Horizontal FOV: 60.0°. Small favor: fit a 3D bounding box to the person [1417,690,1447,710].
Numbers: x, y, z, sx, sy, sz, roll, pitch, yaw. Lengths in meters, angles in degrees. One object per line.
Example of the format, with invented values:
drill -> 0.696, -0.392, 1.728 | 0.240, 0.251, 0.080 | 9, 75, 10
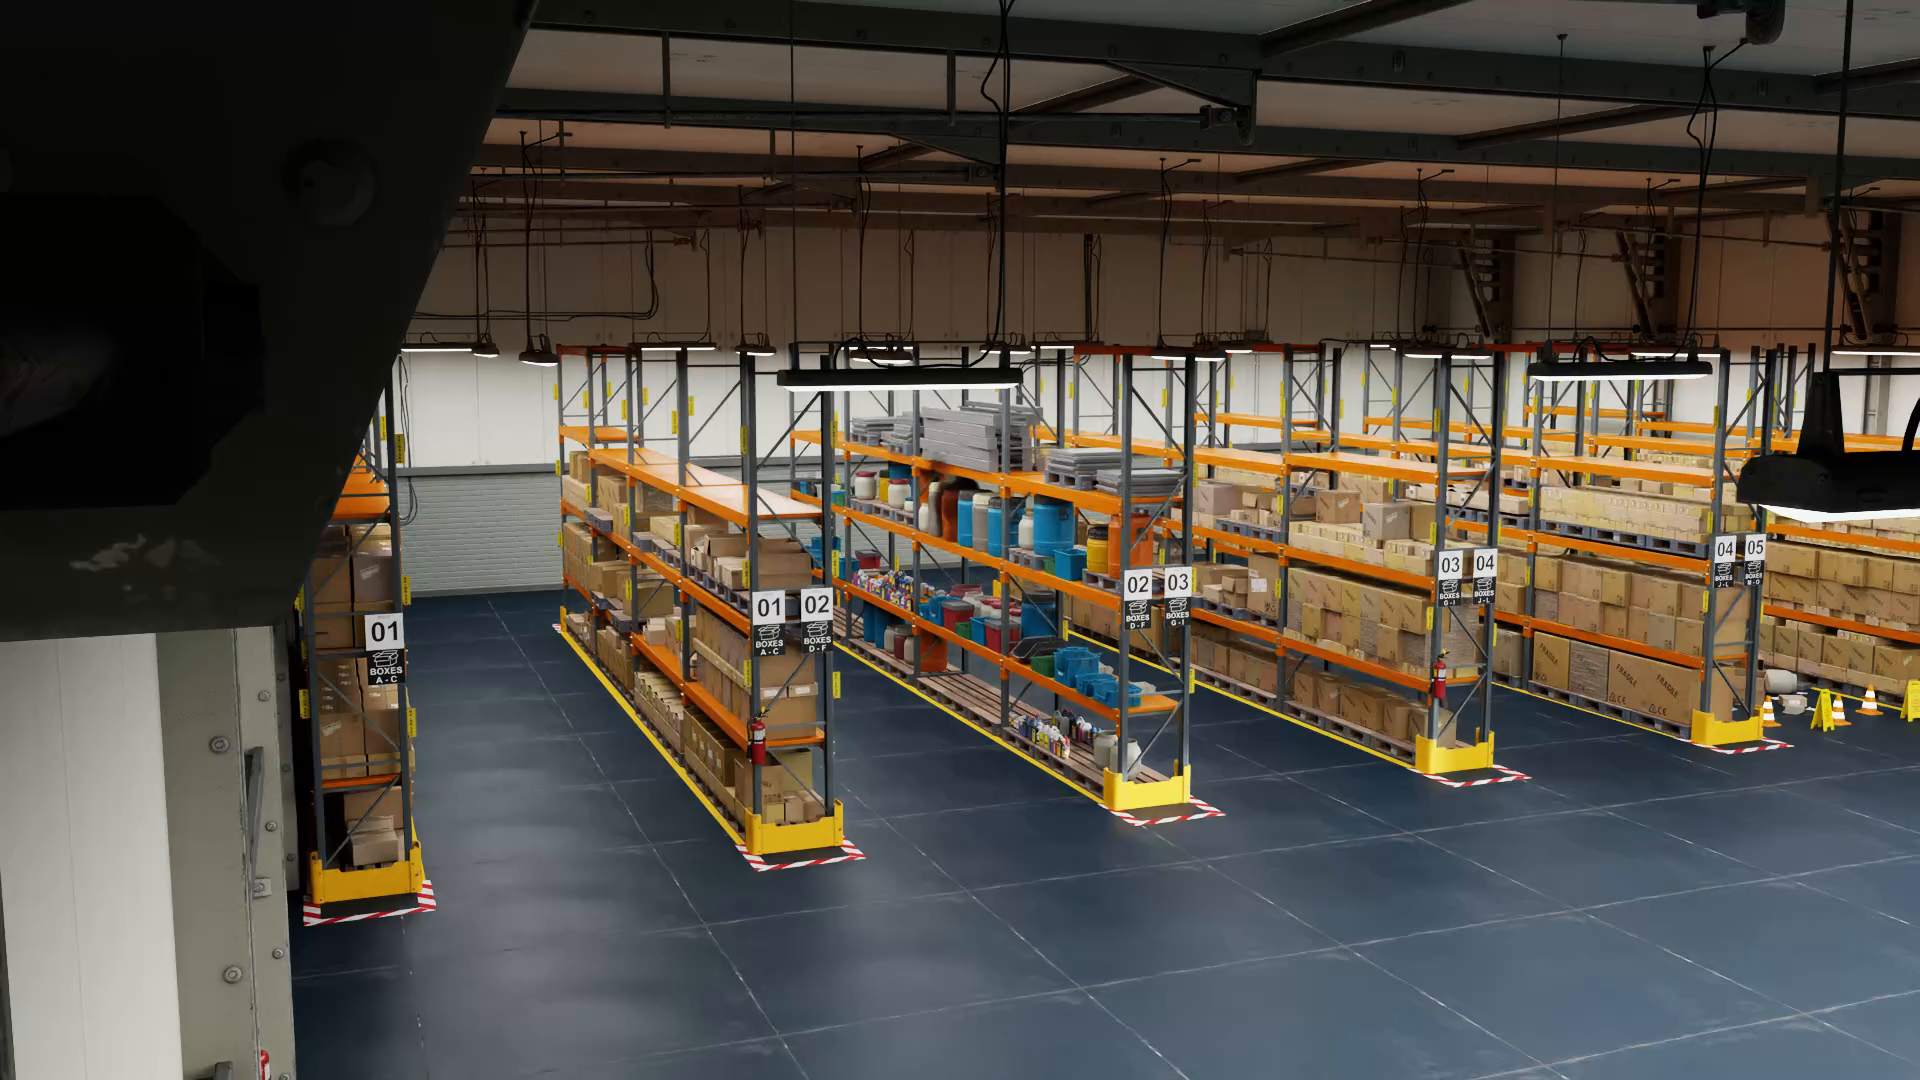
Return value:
person -> 7.649, 2.095, 26.955 | 0.505, 1.642, 0.430 | 5, 9, 32
